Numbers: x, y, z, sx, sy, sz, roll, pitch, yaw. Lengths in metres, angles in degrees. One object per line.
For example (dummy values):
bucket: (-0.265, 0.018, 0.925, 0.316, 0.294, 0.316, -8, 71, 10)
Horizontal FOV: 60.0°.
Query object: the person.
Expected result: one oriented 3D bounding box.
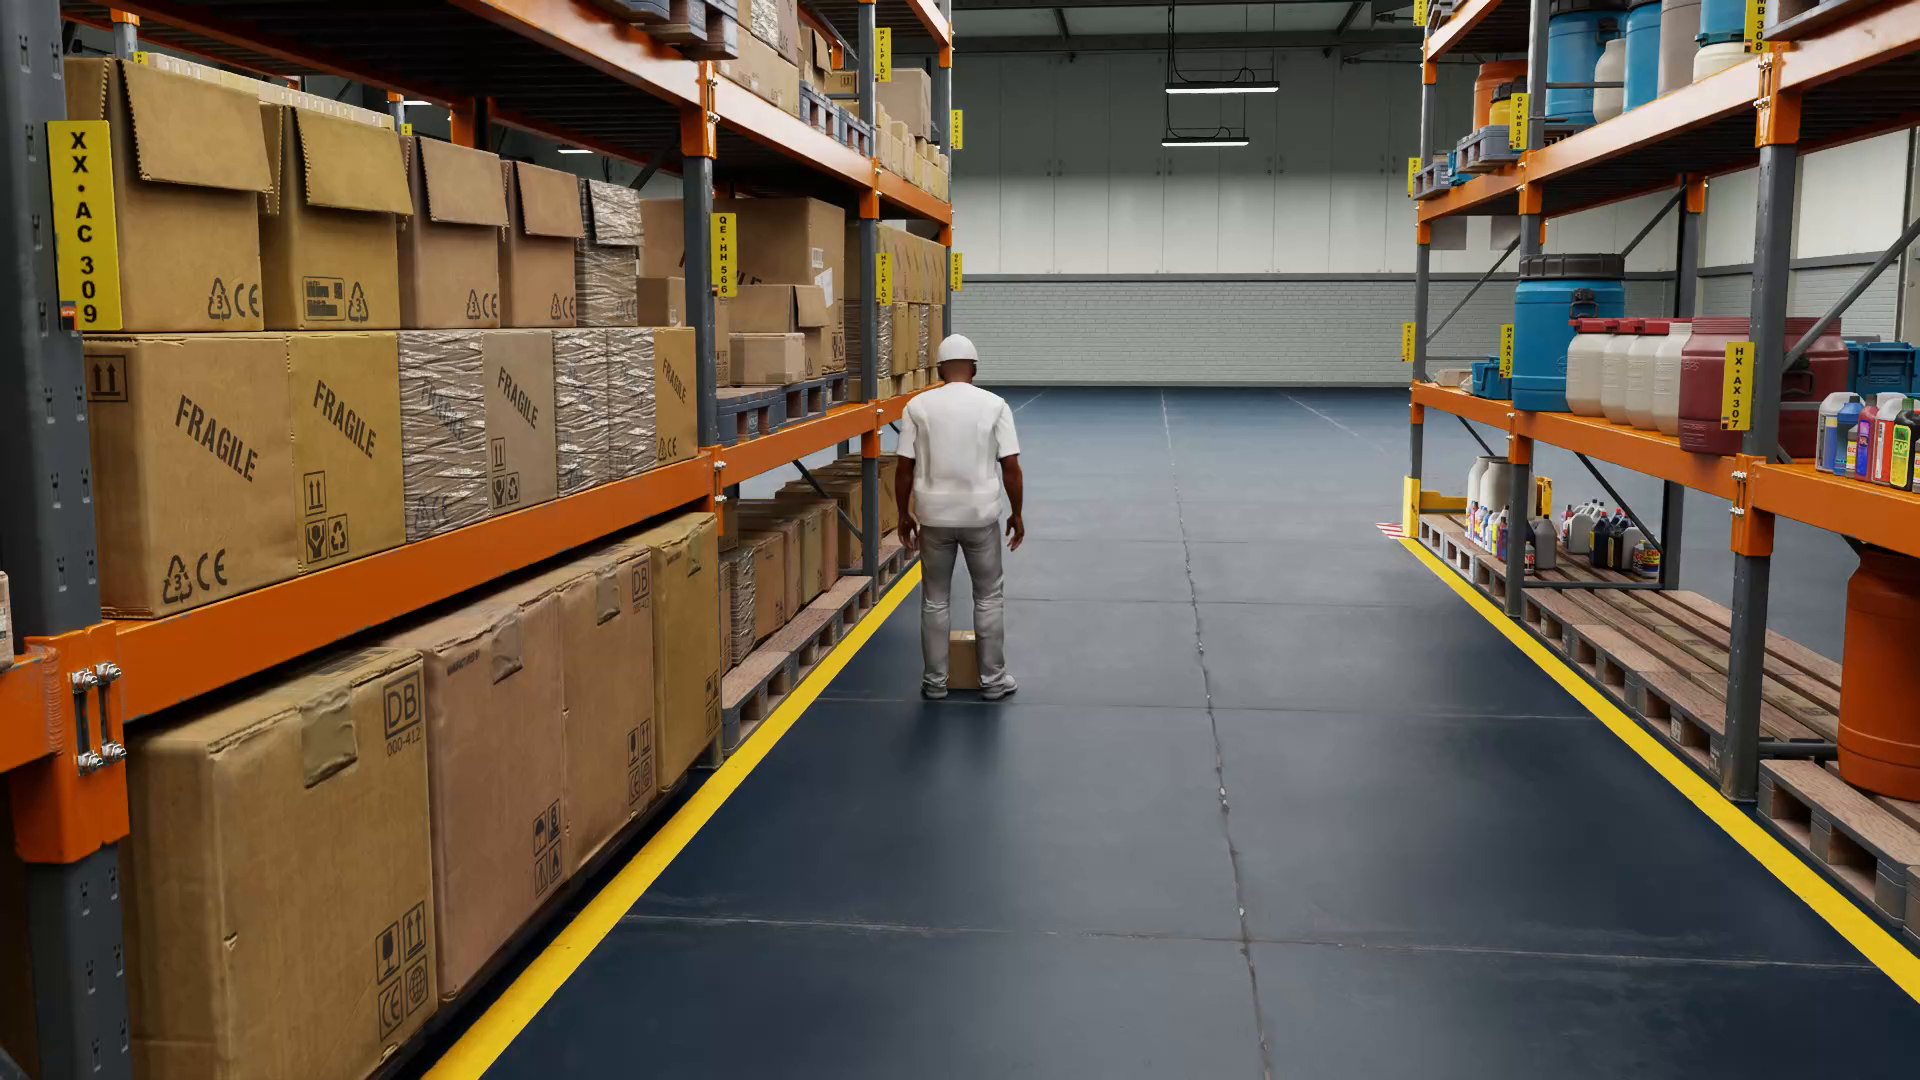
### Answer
person: (0.001, -0.111, 8.076, 0.626, 1.756, 0.461, 1, 8, 6)
